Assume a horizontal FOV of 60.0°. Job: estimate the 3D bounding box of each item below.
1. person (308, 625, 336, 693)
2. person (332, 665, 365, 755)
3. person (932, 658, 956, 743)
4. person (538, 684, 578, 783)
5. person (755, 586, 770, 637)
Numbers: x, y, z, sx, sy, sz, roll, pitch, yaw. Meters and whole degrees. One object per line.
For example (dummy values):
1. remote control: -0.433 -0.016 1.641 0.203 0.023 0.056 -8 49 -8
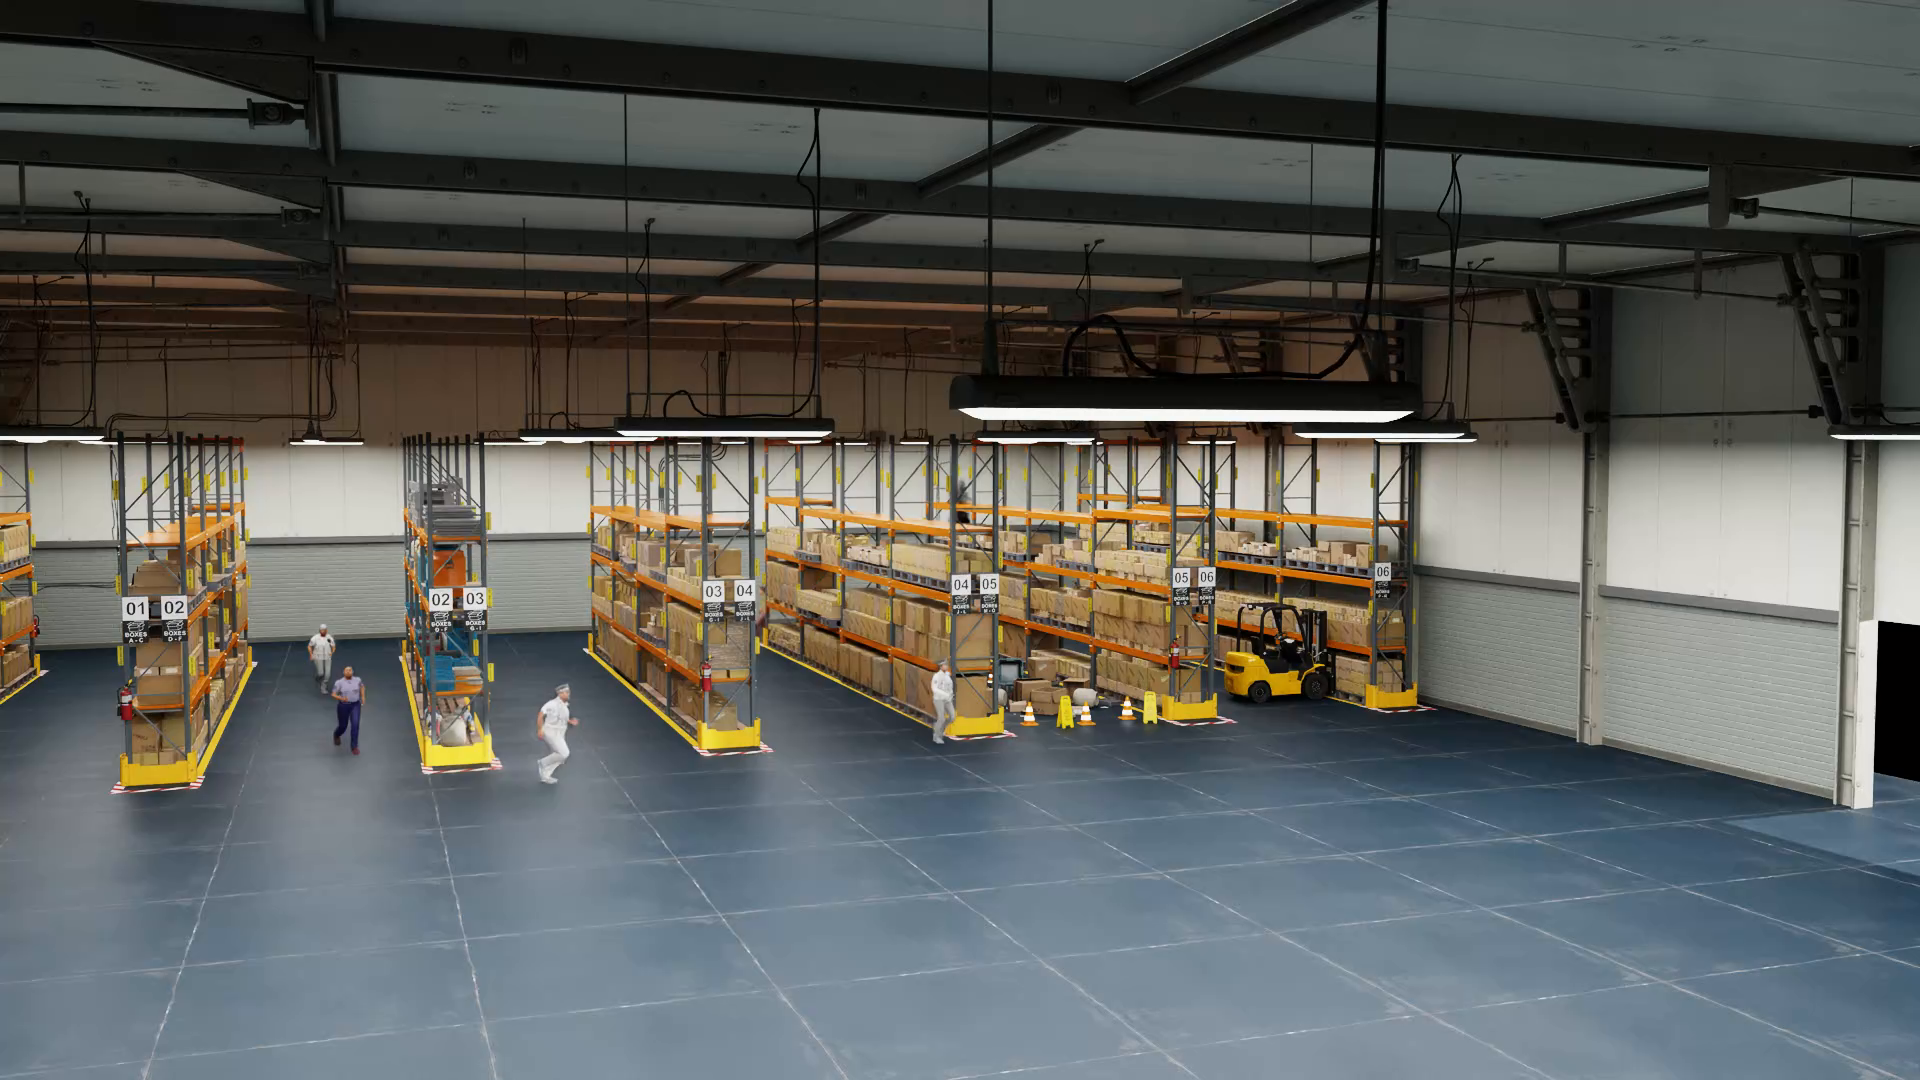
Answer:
1. person: -14.813 2.772 38.672 0.592 1.616 0.588 -2 4 -34
2. person: -11.514 3.176 31.323 0.615 1.655 0.914 -2 4 -31
3. person: -0.278 3.109 32.269 0.555 1.668 0.655 3 4 44
4. person: -6.841 3.288 28.345 0.677 1.693 0.627 0 3 3
5. person: -5.938 2.174 49.553 0.667 1.620 0.871 -1 3 -13
